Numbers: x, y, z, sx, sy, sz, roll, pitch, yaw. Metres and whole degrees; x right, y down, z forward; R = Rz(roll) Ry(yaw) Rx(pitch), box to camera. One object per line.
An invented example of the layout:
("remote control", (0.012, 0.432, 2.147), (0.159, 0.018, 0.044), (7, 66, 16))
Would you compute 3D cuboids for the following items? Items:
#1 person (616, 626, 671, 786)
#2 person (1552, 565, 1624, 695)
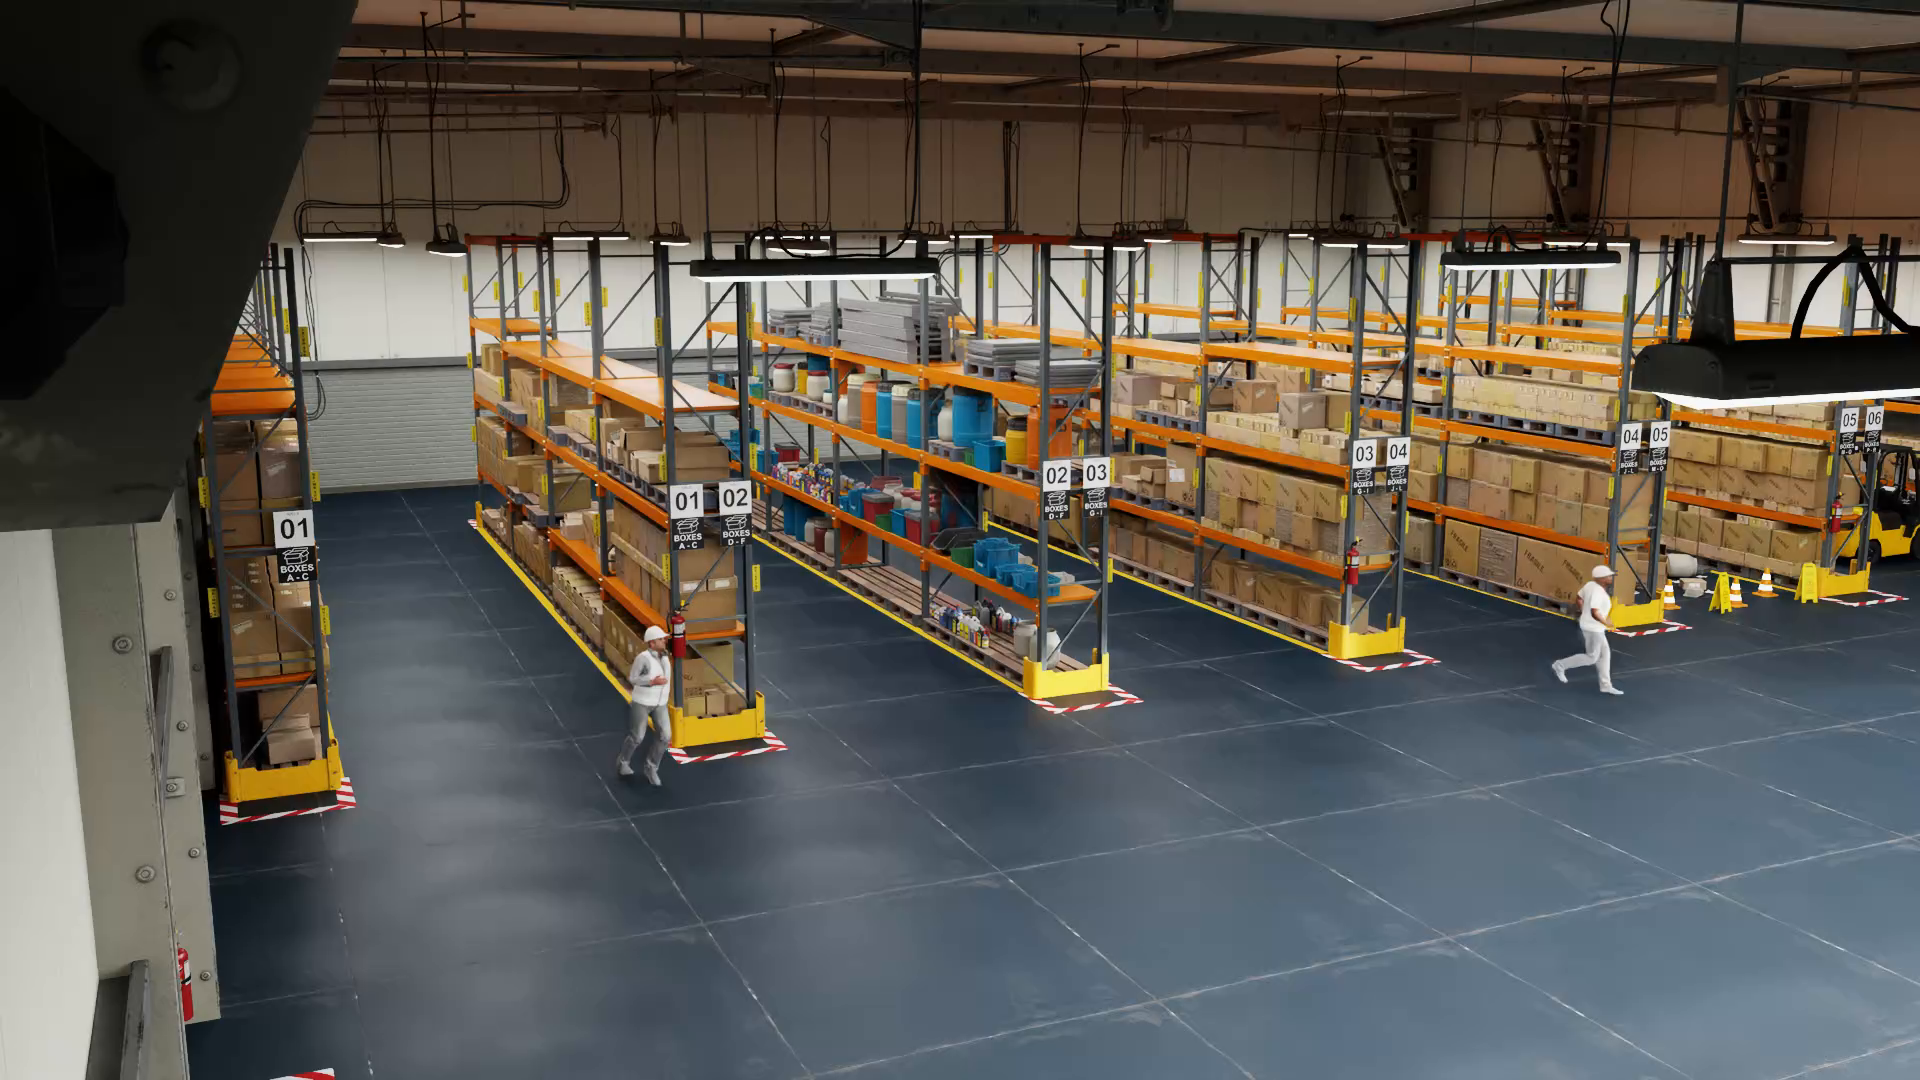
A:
("person", (-3.511, 1.866, 18.973), (0.719, 1.794, 0.671), (10, 15, 41))
("person", (8.489, 1.201, 22.385), (0.945, 1.754, 0.726), (2, 11, 12))
